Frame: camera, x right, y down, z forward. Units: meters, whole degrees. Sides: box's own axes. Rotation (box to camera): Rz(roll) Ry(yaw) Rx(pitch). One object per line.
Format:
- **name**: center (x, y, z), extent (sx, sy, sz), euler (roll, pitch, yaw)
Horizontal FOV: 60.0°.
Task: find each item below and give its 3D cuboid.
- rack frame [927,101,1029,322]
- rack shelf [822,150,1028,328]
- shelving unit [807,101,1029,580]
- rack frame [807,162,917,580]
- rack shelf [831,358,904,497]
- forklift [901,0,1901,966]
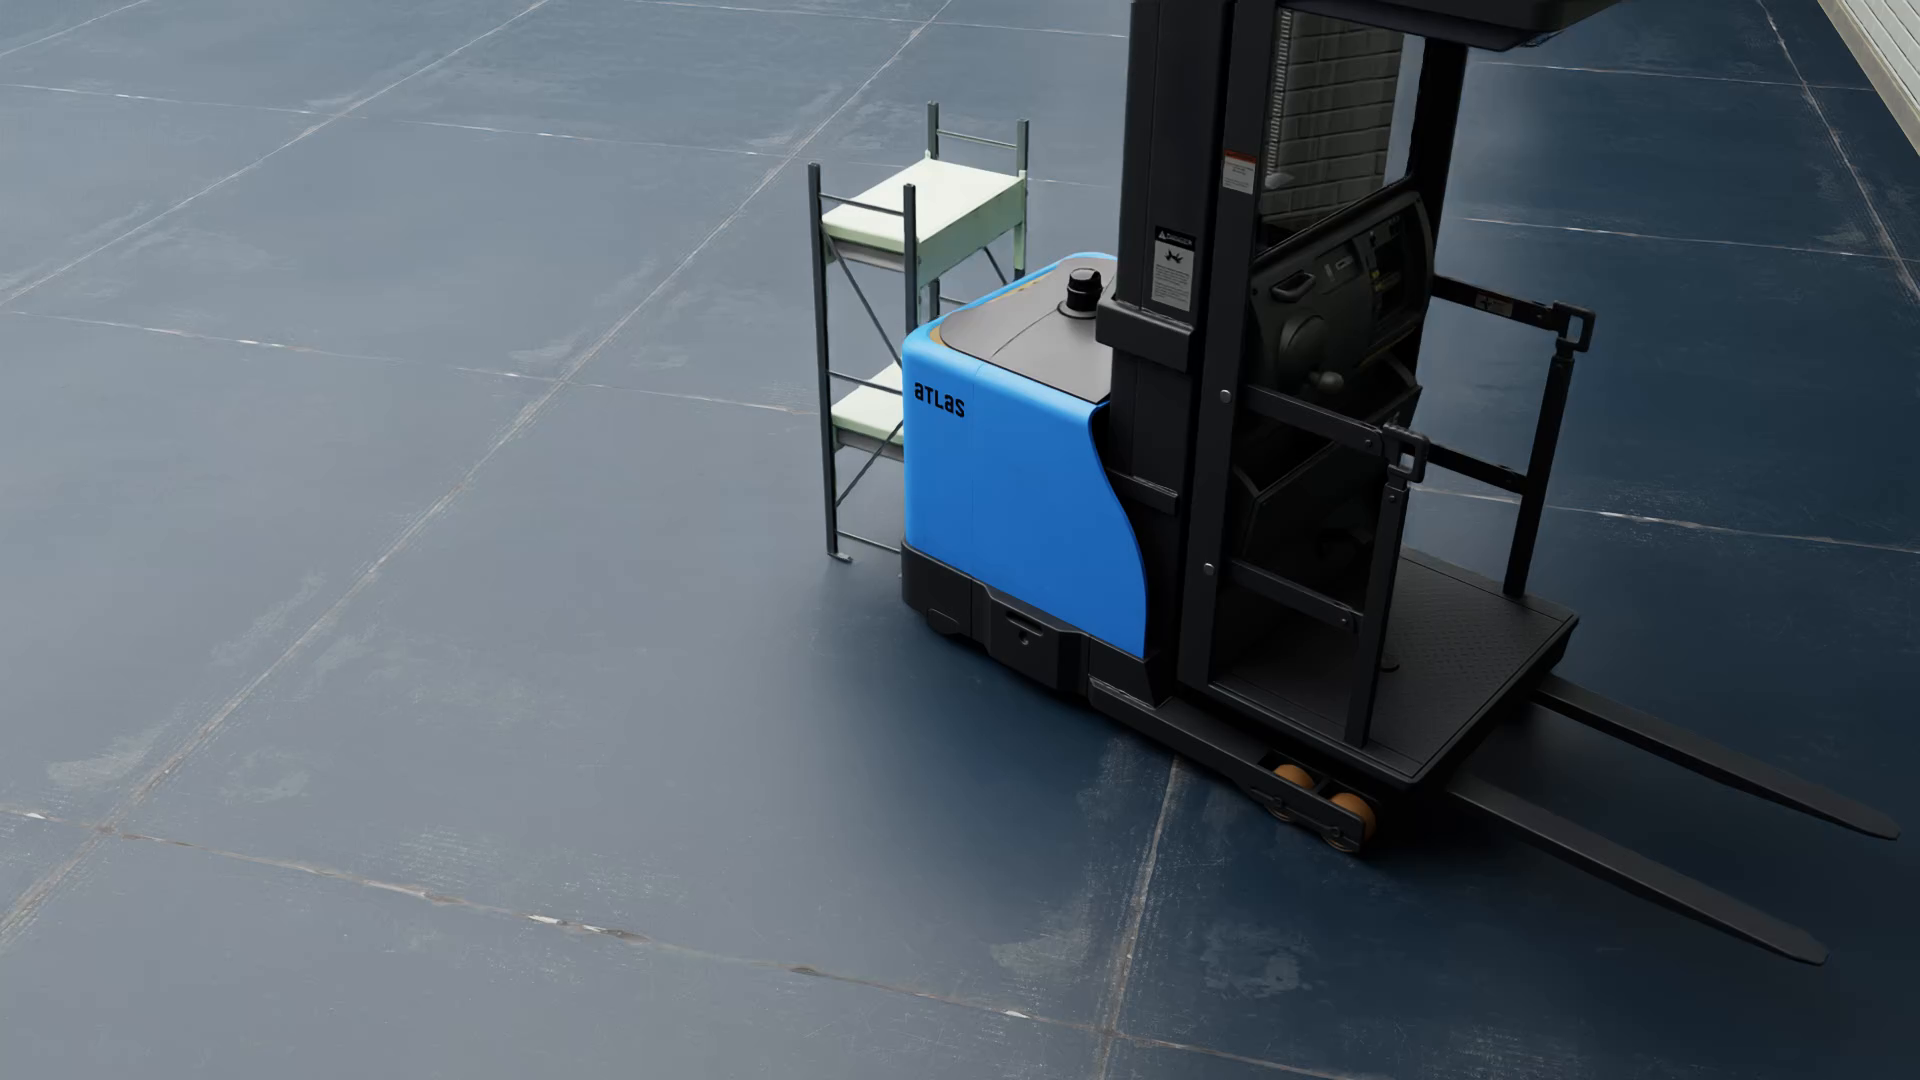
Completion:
- **rack frame**: center (0.061, -0.867, 6.216), extent (0.400, 1.500, 0.023), euler (18, 37, 26)
- **rack shelf**: center (-0.127, -1.028, 5.741), extent (0.431, 0.370, 0.720), euler (18, 37, 26)
- **shelving unit**: center (-0.127, -0.699, 5.951), extent (0.431, 1.500, 0.755), euler (18, 37, 26)
- **rack frame**: center (-0.315, -0.530, 5.686), extent (0.400, 1.500, 0.023), euler (18, 37, 26)
- **rack shelf**: center (-0.127, -0.423, 6.126), extent (0.431, 0.370, 0.720), euler (18, 37, 26)
- **forklift**: center (1.238, -0.654, 4.547), extent (3.031, 2.935, 1.130), euler (25, 40, 34)
